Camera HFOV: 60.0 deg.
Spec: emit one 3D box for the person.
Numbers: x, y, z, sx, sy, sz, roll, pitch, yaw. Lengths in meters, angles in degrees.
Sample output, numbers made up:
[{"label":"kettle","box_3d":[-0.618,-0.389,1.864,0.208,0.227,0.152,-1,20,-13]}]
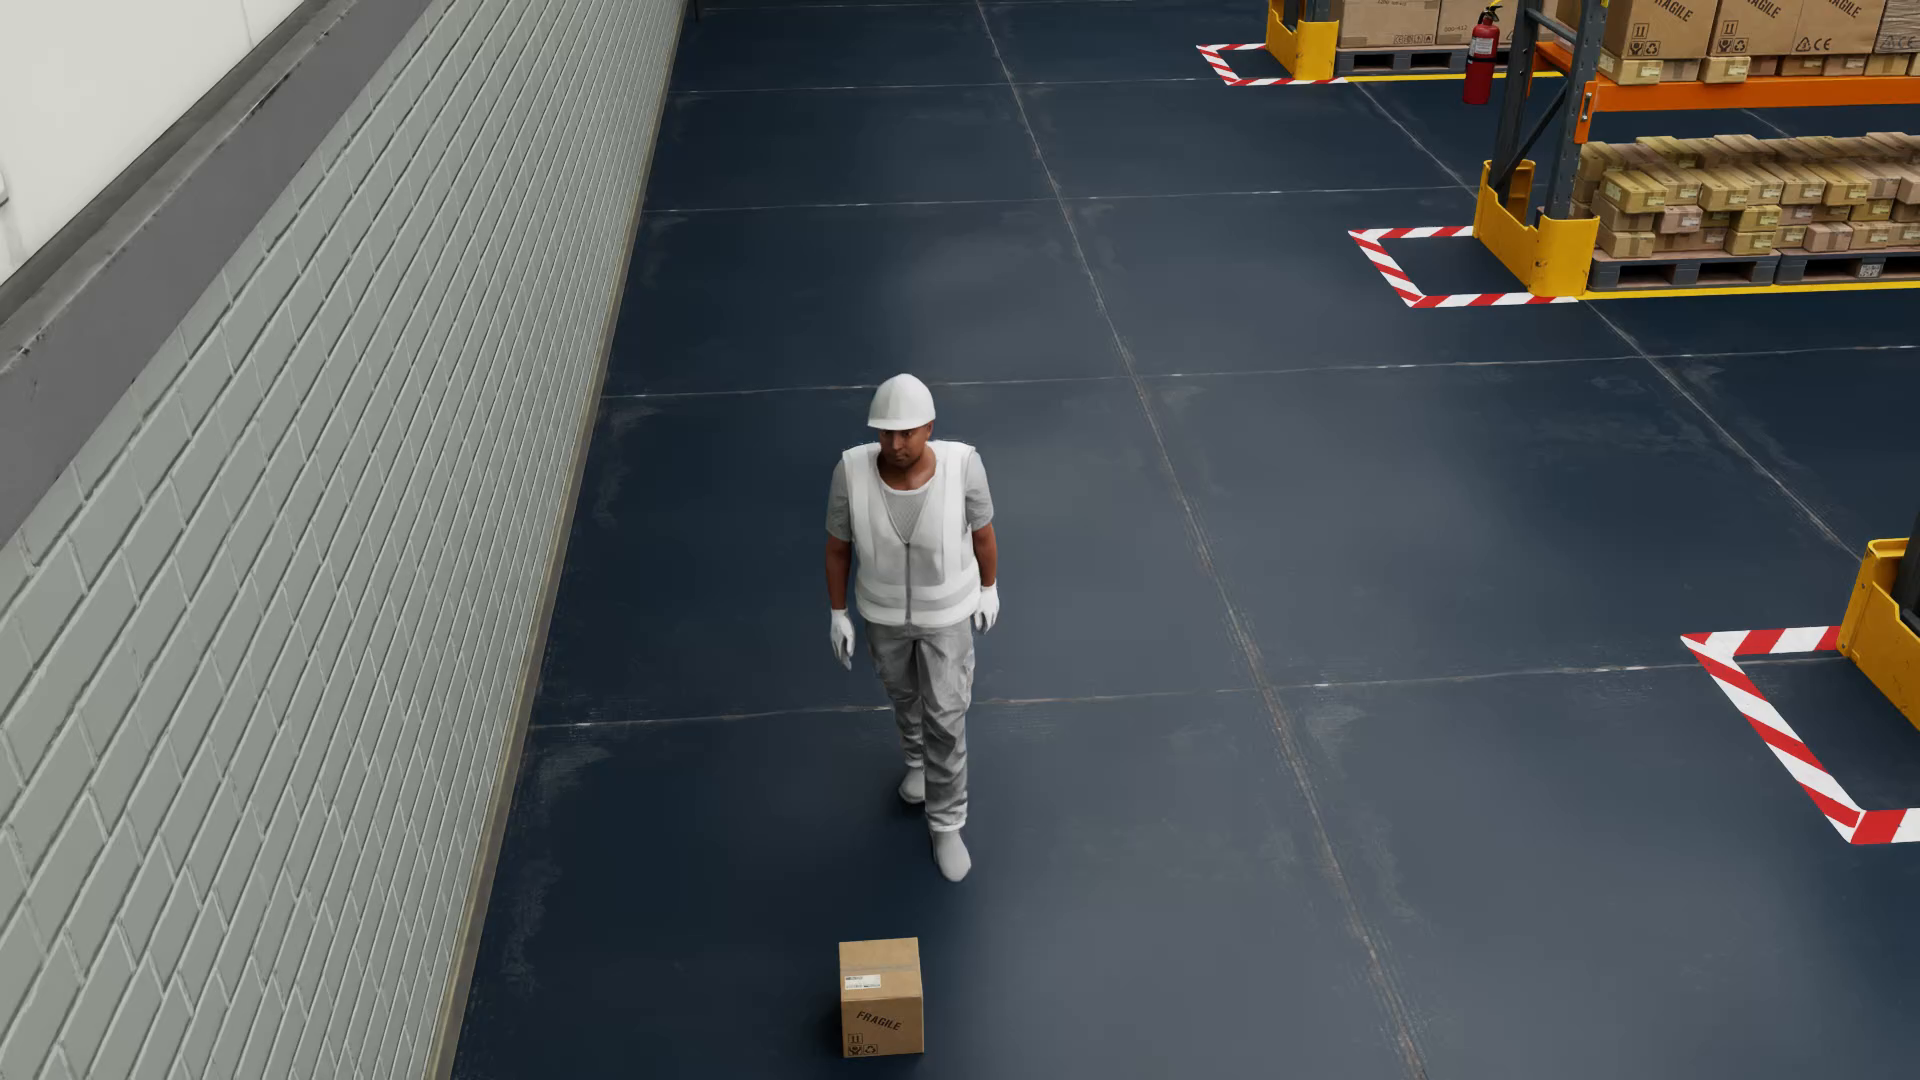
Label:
[{"label":"person","box_3d":[-0.169,0.267,5.678,0.570,1.823,0.627,5,31,8]}]
